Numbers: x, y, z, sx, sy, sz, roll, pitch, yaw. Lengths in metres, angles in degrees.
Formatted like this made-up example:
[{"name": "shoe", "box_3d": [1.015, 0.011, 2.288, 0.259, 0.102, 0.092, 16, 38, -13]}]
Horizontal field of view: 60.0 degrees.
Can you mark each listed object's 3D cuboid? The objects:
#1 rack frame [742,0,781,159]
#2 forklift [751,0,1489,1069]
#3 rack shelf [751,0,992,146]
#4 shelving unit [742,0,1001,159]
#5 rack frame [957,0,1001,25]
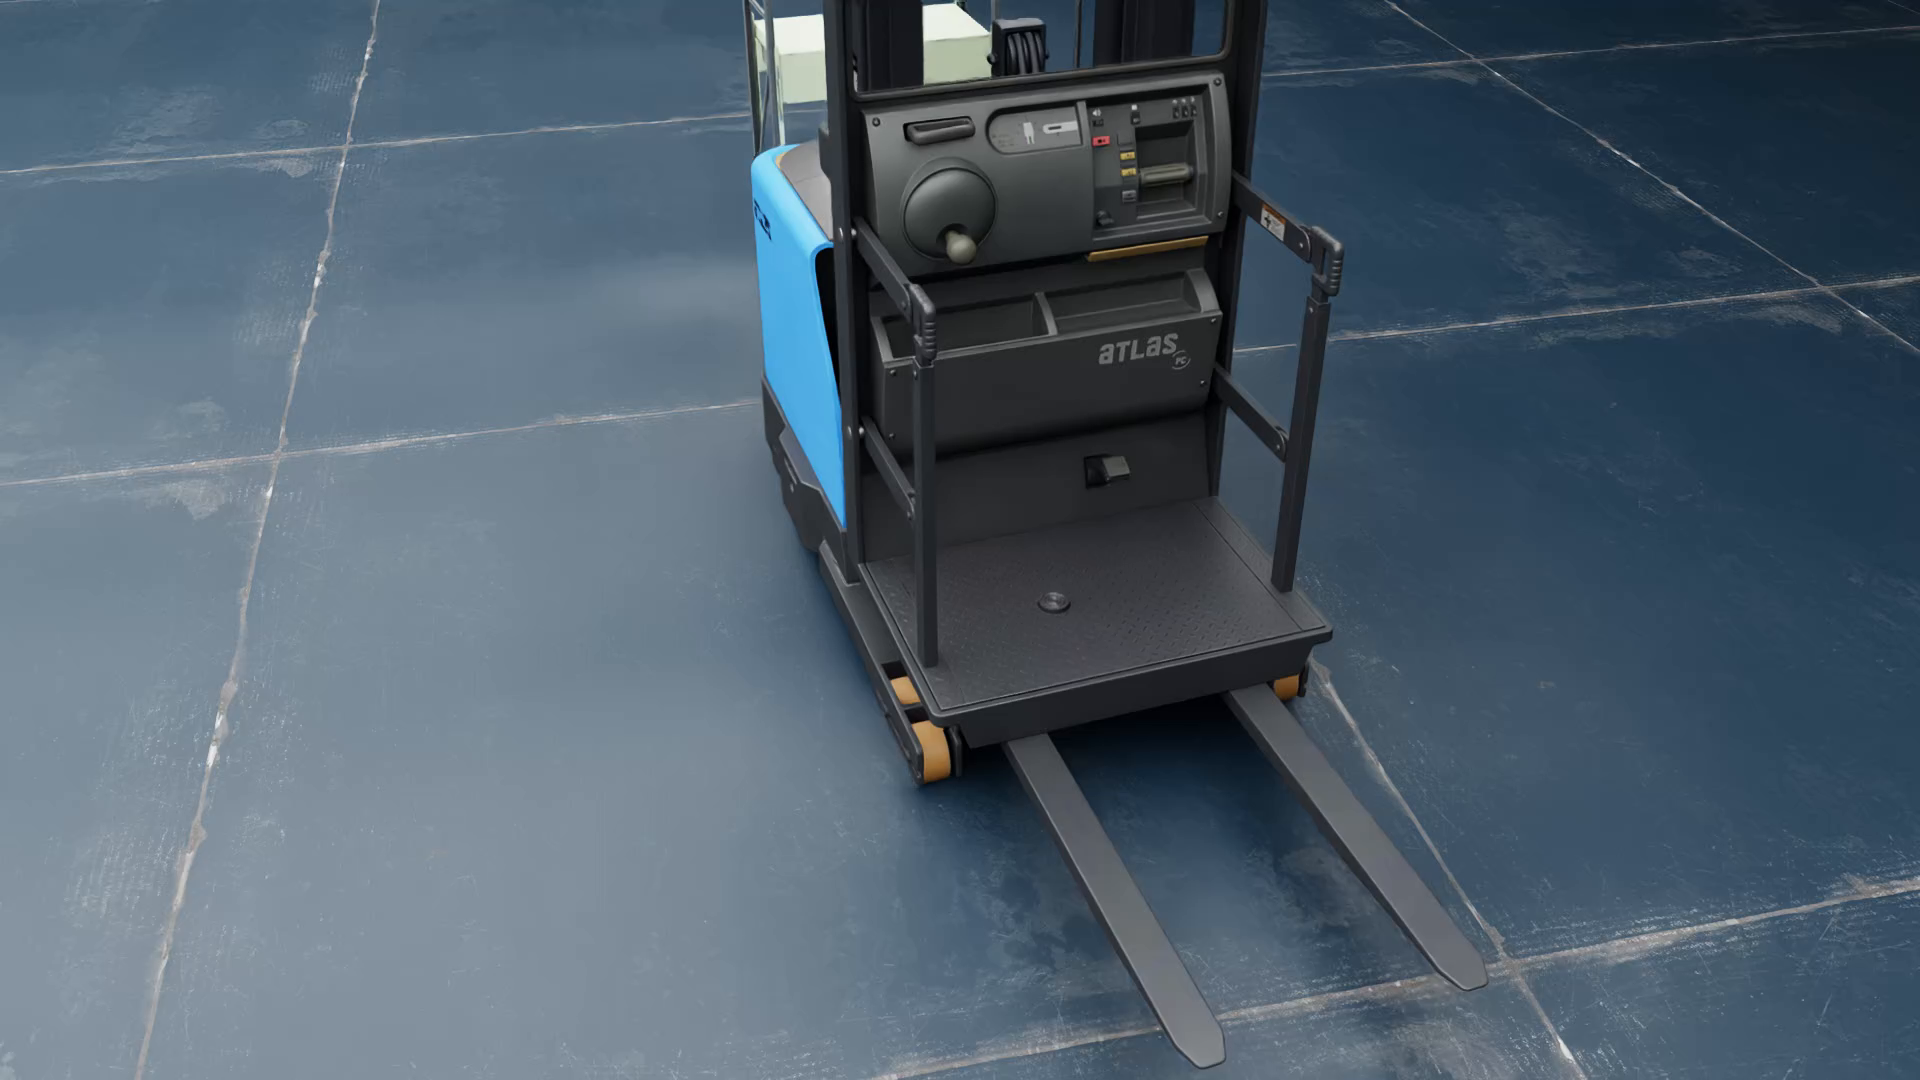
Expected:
[{"name": "rack frame", "box_3d": [-0.634, -1.134, 5.582, 0.023, 1.500, 0.400, -10, 33, -15]}, {"name": "forklift", "box_3d": [0.299, -0.844, 3.877, 1.130, 2.935, 3.031, -11, 35, -16]}, {"name": "rack shelf", "box_3d": [-0.288, -1.525, 5.465, 0.720, 0.370, 0.431, -10, 33, -15]}, {"name": "shelving unit", "box_3d": [-0.285, -1.195, 5.674, 0.755, 1.500, 0.431, -10, 33, -15]}, {"name": "rack frame", "box_3d": [0.064, -1.257, 5.766, 0.023, 1.500, 0.400, -10, 33, -15]}]
